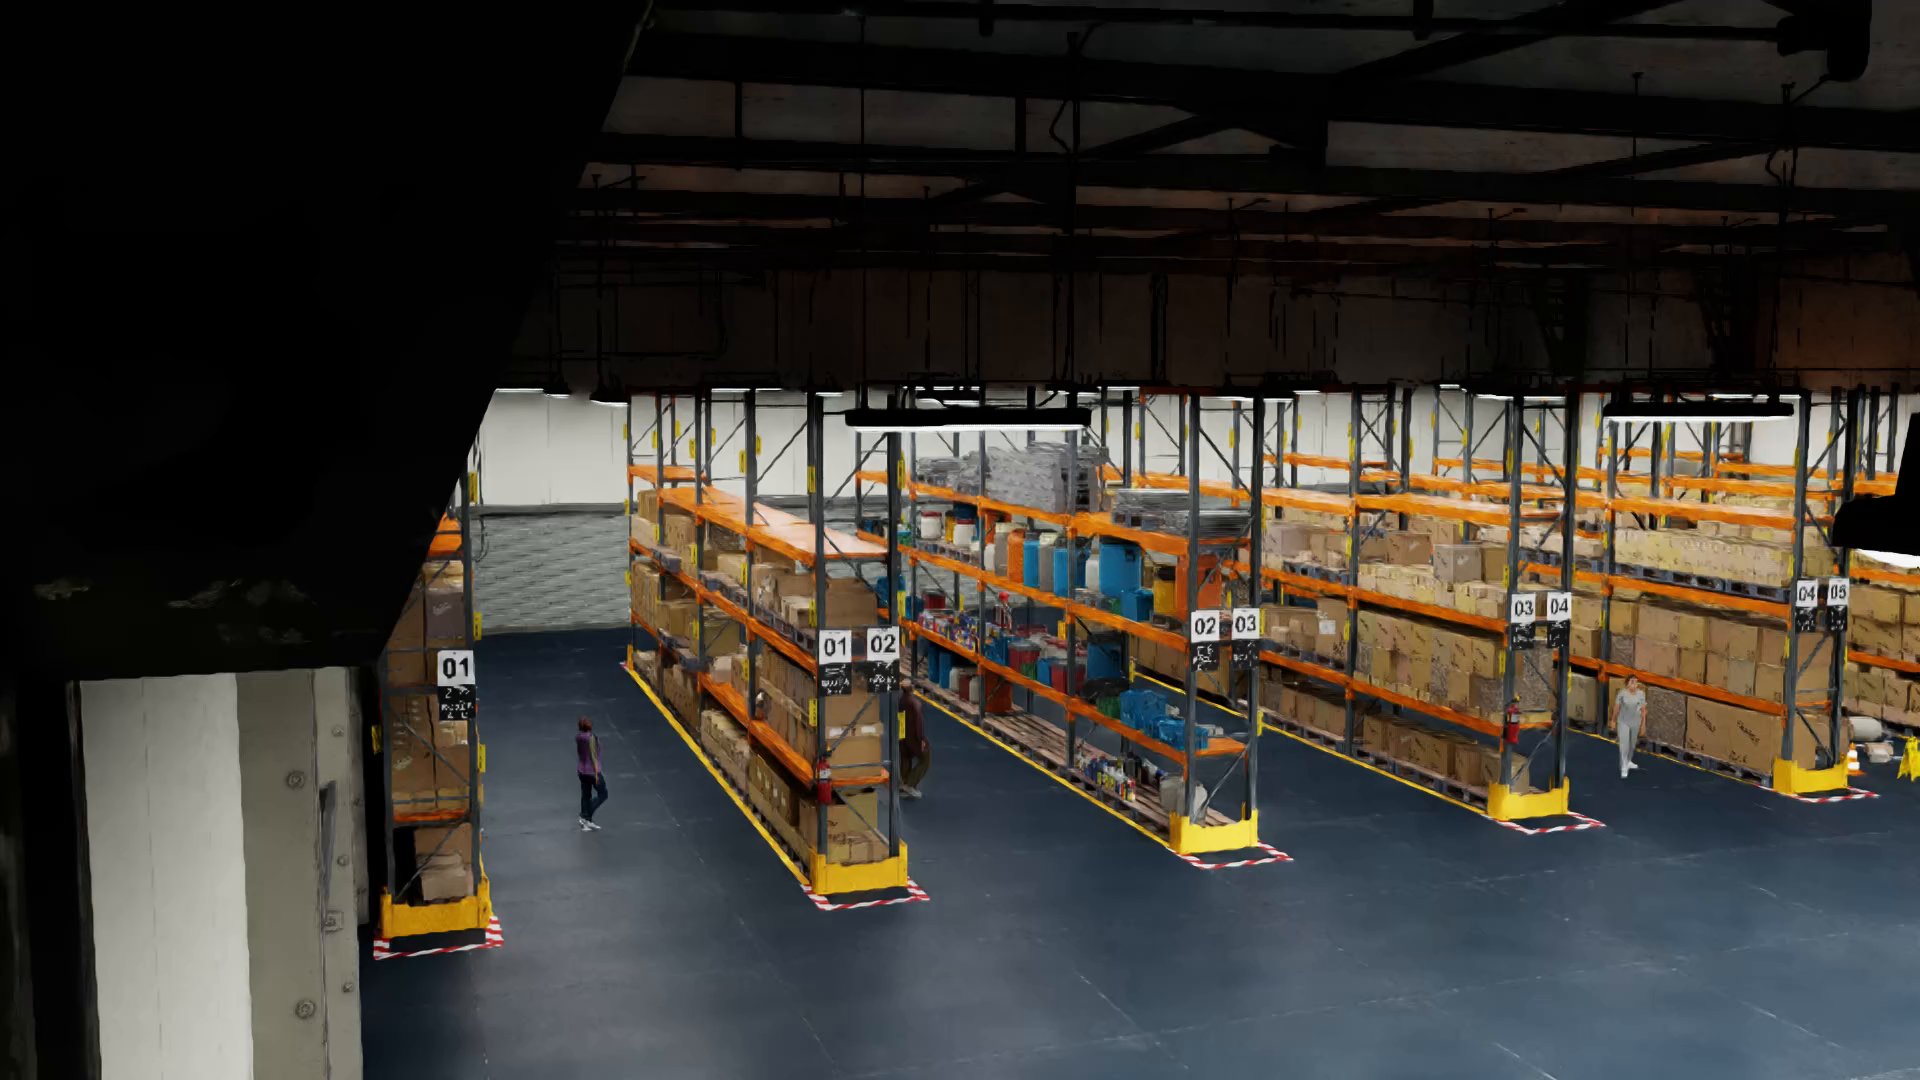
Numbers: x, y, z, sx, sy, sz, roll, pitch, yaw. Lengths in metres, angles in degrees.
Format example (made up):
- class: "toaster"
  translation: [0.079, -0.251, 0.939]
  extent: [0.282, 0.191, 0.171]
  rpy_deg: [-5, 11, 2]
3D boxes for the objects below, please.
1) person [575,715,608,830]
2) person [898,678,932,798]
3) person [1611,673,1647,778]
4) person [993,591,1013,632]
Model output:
- class: "person"
  translation: [-5.083, 3.195, 22.722]
  extent: [0.458, 1.594, 0.407]
  rpy_deg: [5, 8, 42]
- class: "person"
  translation: [-0.727, 2.920, 24.492]
  extent: [0.634, 1.775, 0.517]
  rpy_deg: [6, 8, 44]
- class: "person"
  translation: [10.433, 2.857, 25.915]
  extent: [0.486, 1.617, 0.959]
  rpy_deg: [0, 6, 4]
- class: "person"
  translation: [0.903, 1.925, 33.904]
  extent: [0.368, 1.797, 0.631]
  rpy_deg: [-4, 7, -32]
